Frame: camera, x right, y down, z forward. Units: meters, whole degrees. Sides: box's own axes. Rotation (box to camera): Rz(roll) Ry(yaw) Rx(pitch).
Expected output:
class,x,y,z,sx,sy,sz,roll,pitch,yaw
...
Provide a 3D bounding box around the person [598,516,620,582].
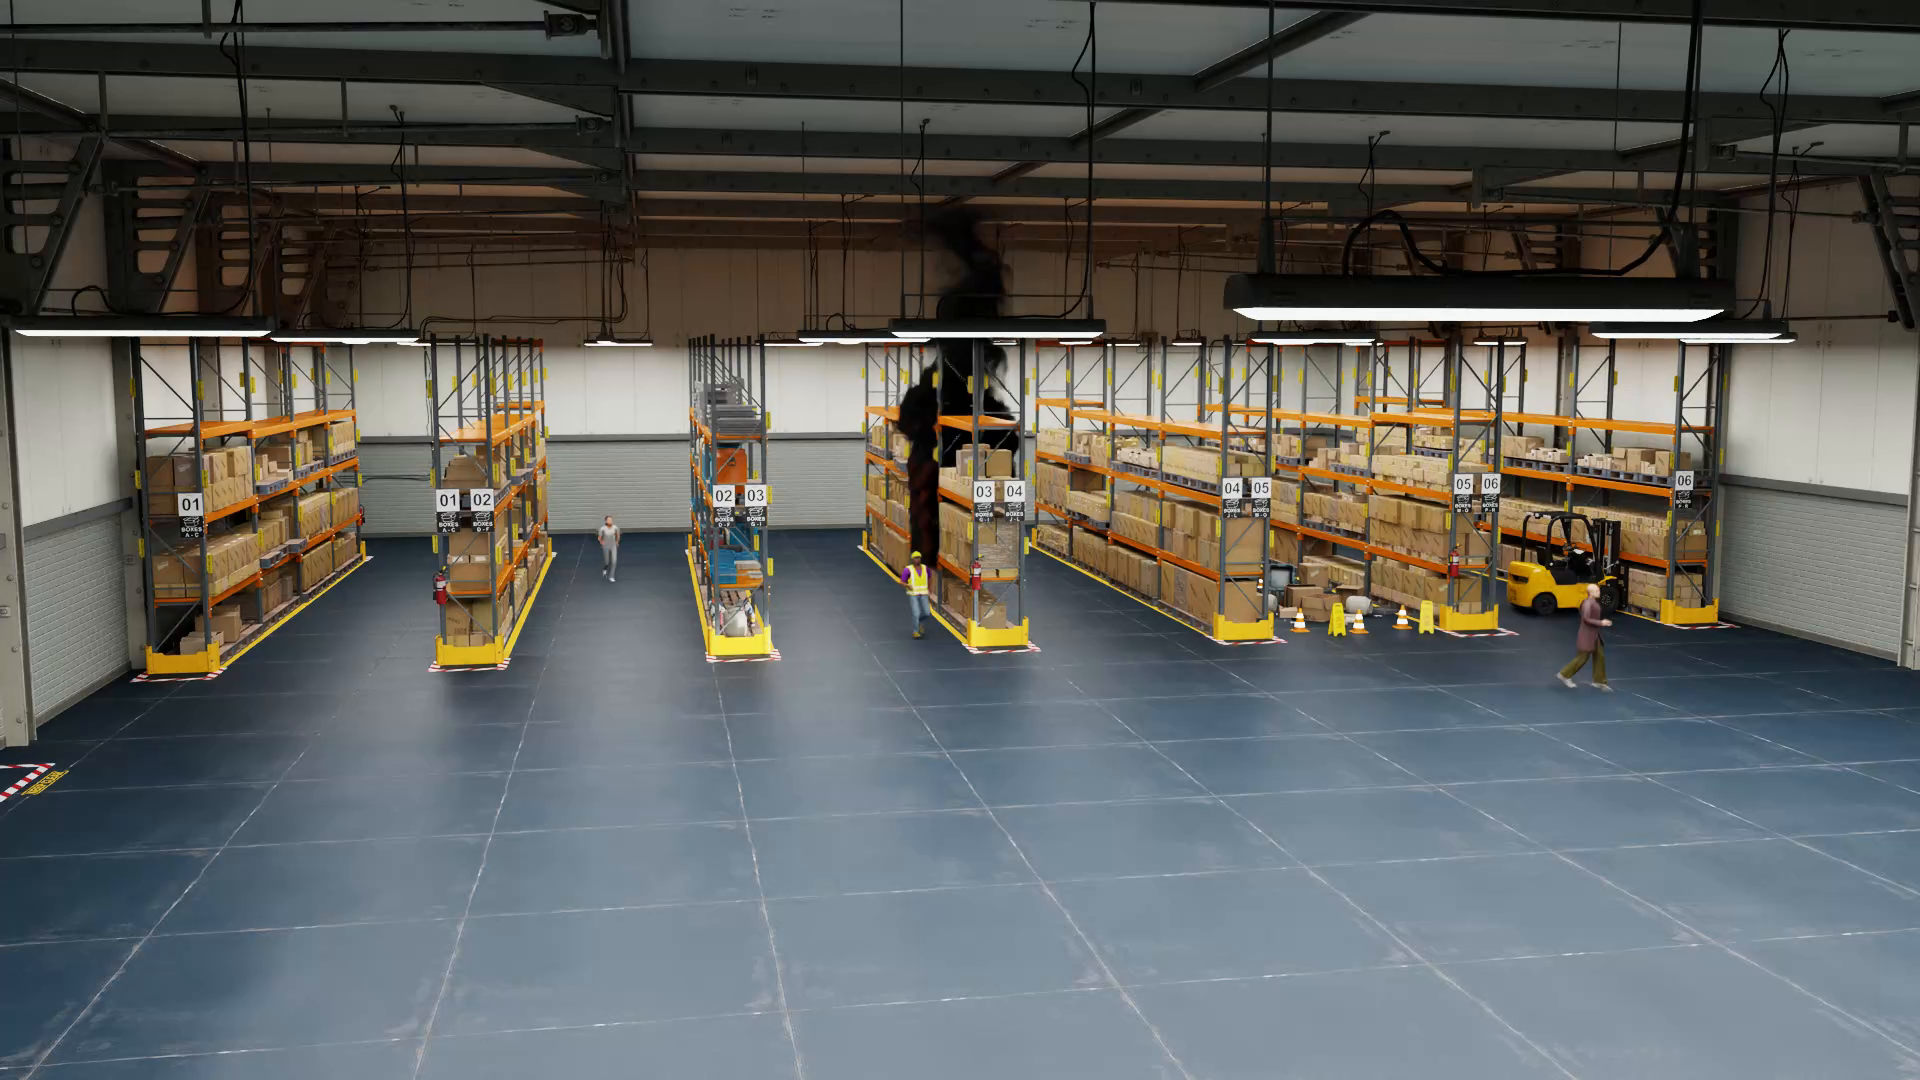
class,x,y,z,sx,sy,sz,roll,pitch,yaw
person,-8.692,0.198,41.198,0.554,1.637,0.801,-3,7,-23

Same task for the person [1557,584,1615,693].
class,x,y,z,sx,sy,sz,roll,pitch,yaw
person,10.543,1.642,27.937,0.922,1.829,0.737,4,8,33

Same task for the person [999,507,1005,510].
class,x,y,z,sx,sy,sz,roll,pitch,yaw
person,1.010,-0.642,48.300,0.711,1.713,0.708,2,7,15

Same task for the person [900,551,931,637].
class,x,y,z,sx,sy,sz,roll,pitch,yaw
person,-0.825,1.084,33.015,0.692,1.720,0.589,-2,7,-20
